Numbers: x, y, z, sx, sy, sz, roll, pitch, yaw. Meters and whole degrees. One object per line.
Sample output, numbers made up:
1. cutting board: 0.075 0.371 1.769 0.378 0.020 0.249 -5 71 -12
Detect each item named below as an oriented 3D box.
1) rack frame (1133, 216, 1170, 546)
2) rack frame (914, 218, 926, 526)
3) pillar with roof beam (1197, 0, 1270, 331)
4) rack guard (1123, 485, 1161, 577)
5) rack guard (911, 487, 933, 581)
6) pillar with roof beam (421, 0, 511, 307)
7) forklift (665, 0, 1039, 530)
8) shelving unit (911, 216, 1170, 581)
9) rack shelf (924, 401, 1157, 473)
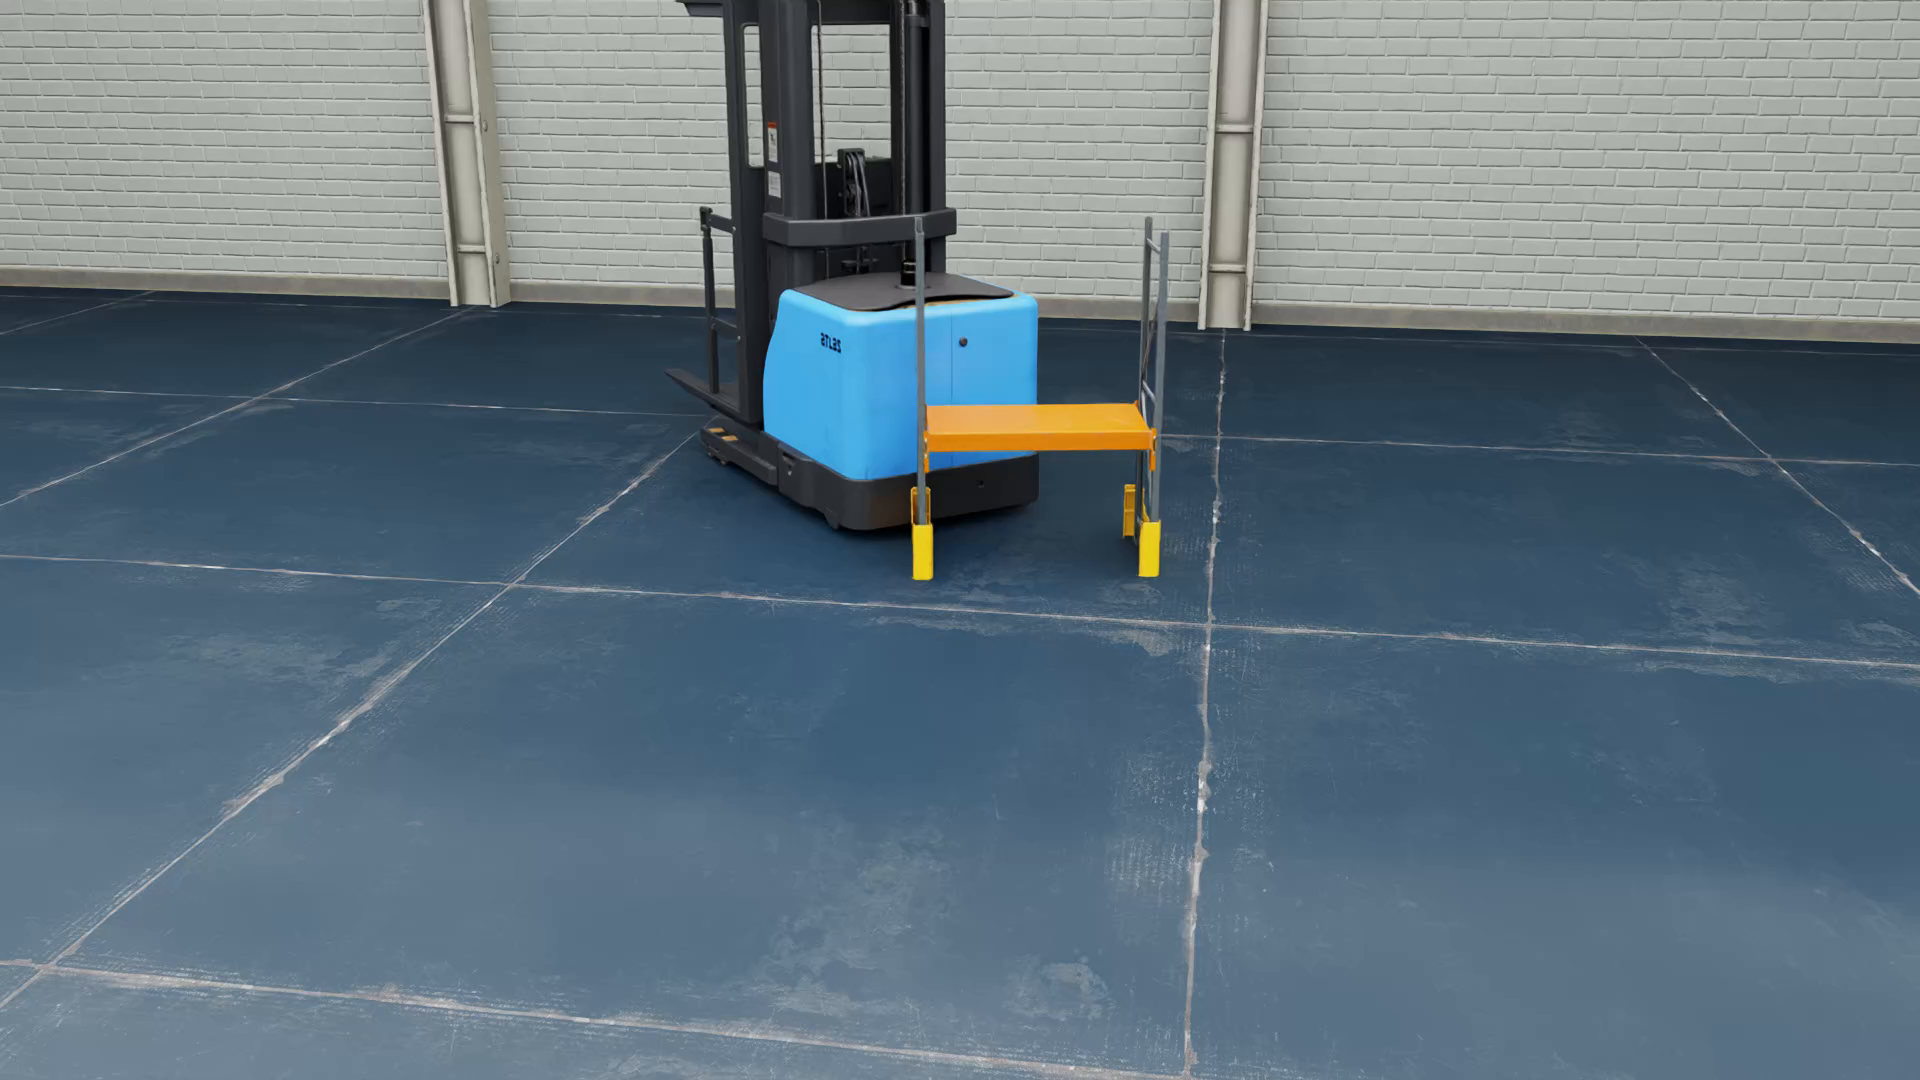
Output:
1. rack frame: 0.842 -0.641 7.355 0.032 1.500 0.500 -1 19 -2
2. rack frame: -0.174 -0.627 7.314 0.032 1.500 0.500 -1 19 -2
3. pillar with roof beam: 1.334 -4.552 7.226 0.400 9.000 9.100 3 19 9
4. rack guard: 0.823 -0.048 7.552 0.087 0.250 0.587 -1 19 -2
5. rack guard: -0.173 -0.035 7.512 0.087 0.250 0.587 -1 19 -2
6. pillar with roof beam: -4.590 -4.854 8.129 0.400 9.000 9.100 3 19 9
7. forklift: -0.776 -1.854 8.725 1.130 2.935 3.031 -10 21 -28
8. shelving unit: 0.325 -0.634 7.334 1.083 1.500 0.587 -1 19 -2
9. rack shelf: 0.334 -0.463 7.391 1.000 0.185 0.538 -1 19 -2
